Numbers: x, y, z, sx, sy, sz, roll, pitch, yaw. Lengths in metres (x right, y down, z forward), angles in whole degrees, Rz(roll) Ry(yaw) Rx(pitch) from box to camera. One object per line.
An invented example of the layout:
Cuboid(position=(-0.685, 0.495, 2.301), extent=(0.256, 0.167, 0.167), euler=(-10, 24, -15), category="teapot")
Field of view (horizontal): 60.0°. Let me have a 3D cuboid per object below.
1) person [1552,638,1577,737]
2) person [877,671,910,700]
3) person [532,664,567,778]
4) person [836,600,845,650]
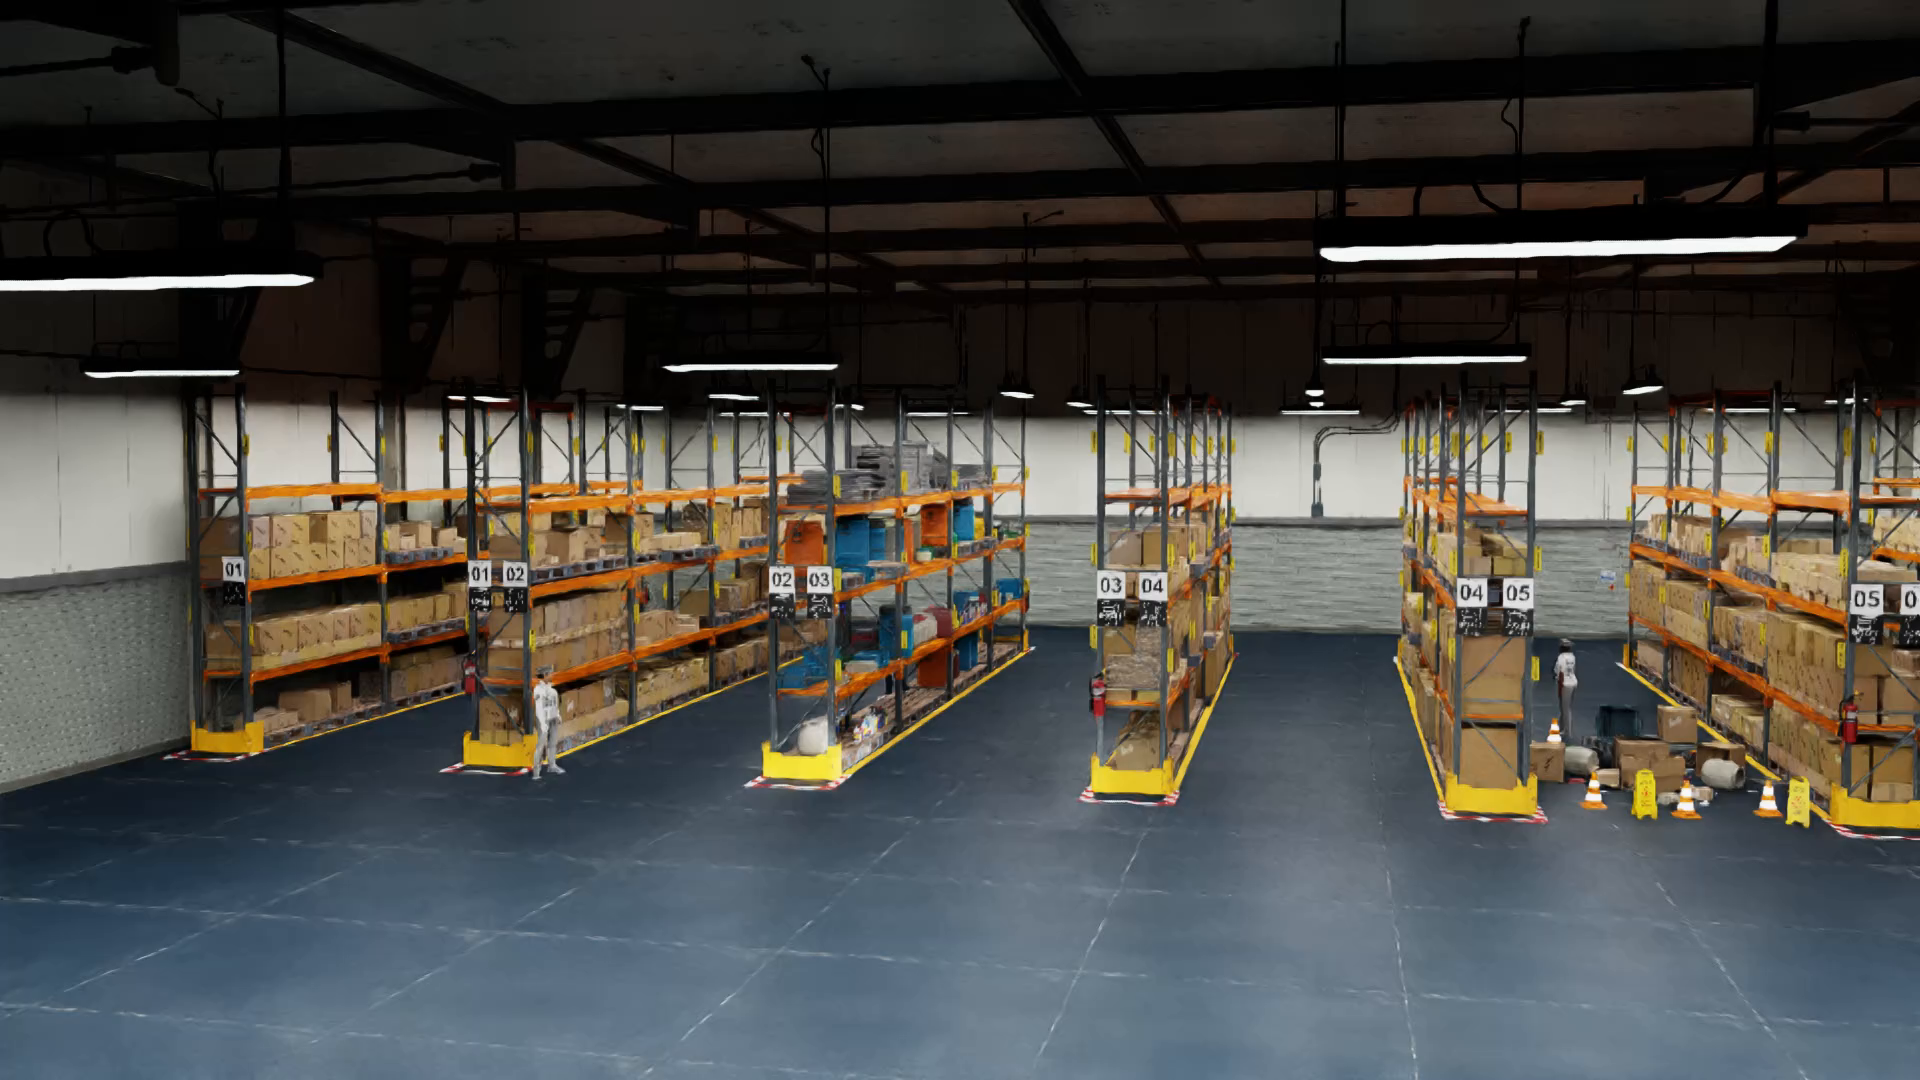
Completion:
Cuboid(position=(10.341, 2.525, 28.529), extent=(0.463, 1.676, 0.498), euler=(3, 4, 43), category="person")
Cuboid(position=(-1.248, 2.308, 31.988), extent=(0.501, 1.596, 0.581), euler=(-2, 4, -32), category="person")
Cuboid(position=(-6.229, 2.712, 25.103), extent=(0.367, 1.684, 0.632), euler=(1, 3, 18), category="person")
Cuboid(position=(-2.754, 1.902, 39.437), extent=(0.369, 1.667, 0.609), euler=(0, 3, 8), category="person")
